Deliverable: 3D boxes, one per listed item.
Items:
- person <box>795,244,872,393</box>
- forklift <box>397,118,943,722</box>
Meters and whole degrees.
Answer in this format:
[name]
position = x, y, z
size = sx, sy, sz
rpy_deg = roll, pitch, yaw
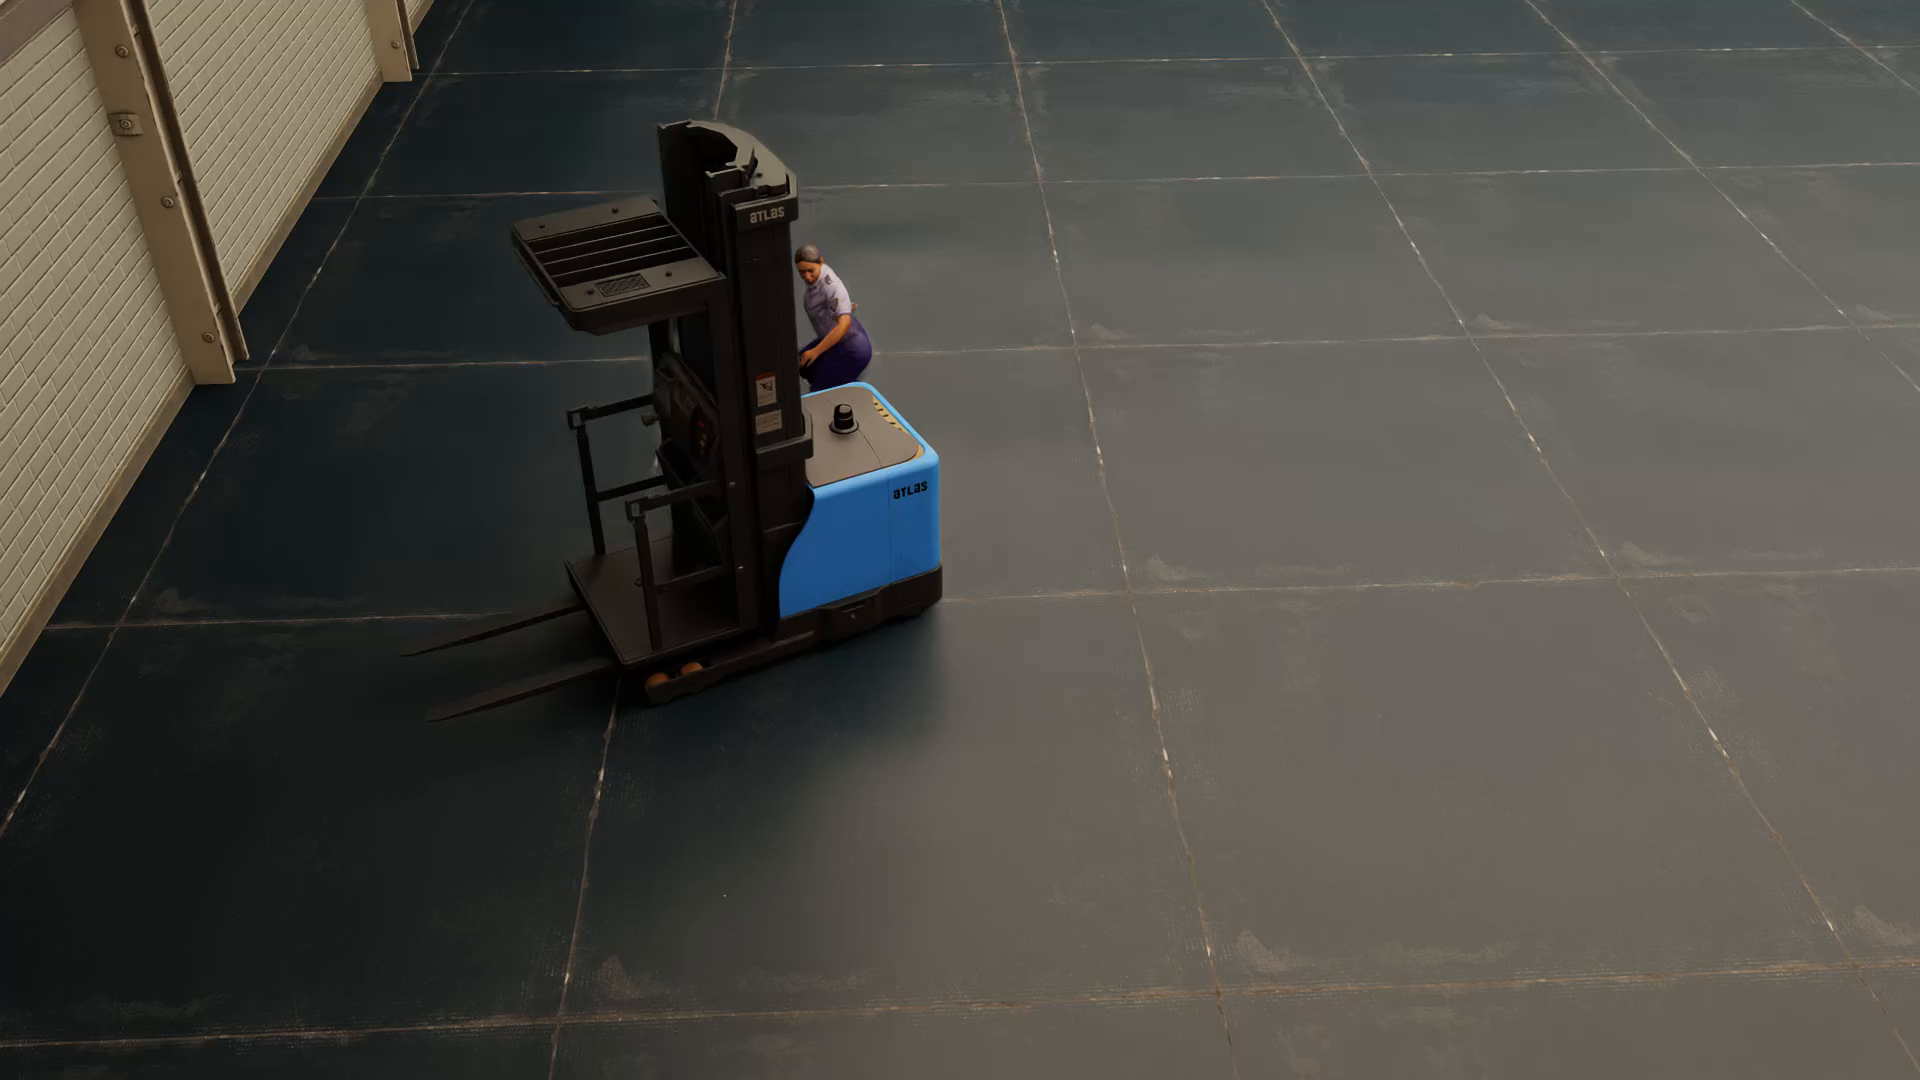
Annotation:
[person]
position = -0.864, -1.285, 11.095
size = 0.510, 1.554, 0.946
rpy_deg = -7, 37, -9
[forklift]
position = -1.650, -0.634, 8.881
size = 3.031, 2.935, 1.130
rpy_deg = -17, 40, -22
